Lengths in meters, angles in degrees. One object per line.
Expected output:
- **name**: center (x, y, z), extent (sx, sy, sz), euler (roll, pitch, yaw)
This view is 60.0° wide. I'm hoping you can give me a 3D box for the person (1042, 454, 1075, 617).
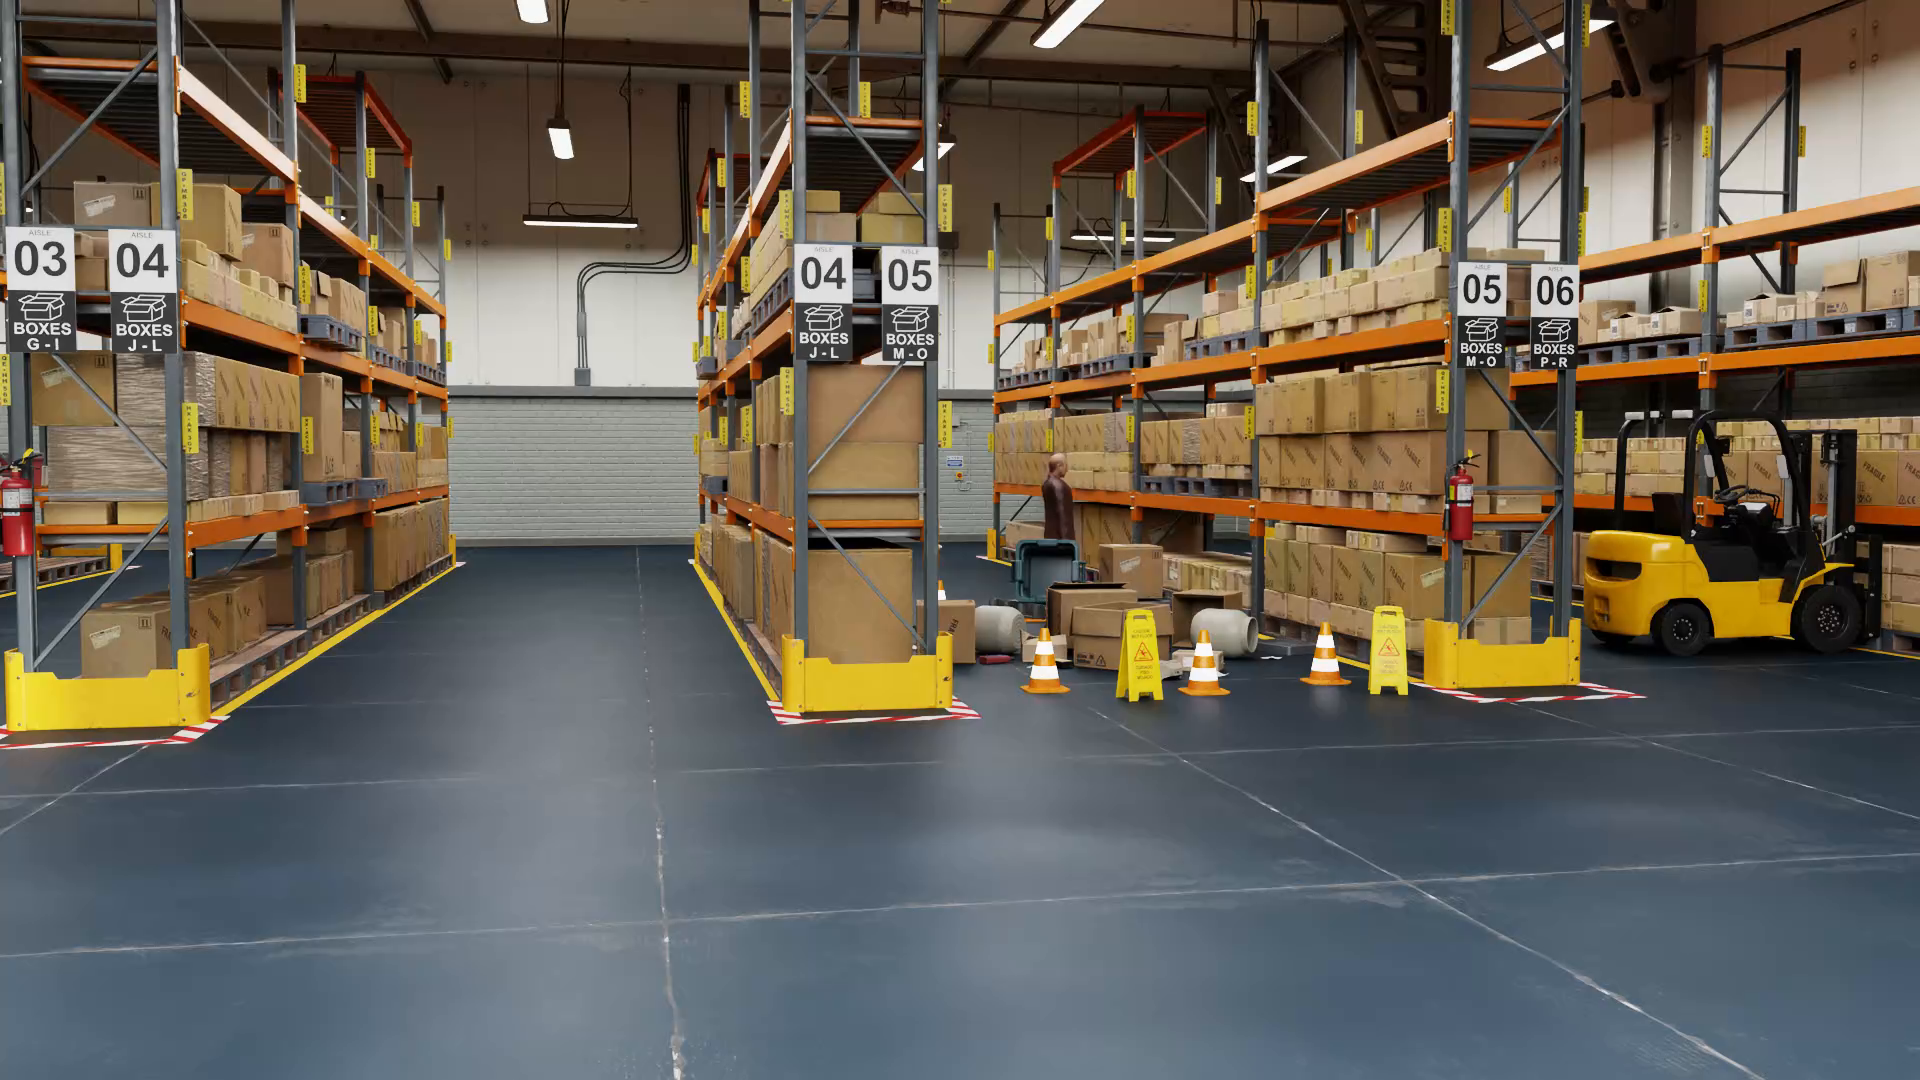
- **person**: center (1.070, -0.029, 17.877), extent (0.385, 1.787, 0.554), euler (-1, 3, -10)
